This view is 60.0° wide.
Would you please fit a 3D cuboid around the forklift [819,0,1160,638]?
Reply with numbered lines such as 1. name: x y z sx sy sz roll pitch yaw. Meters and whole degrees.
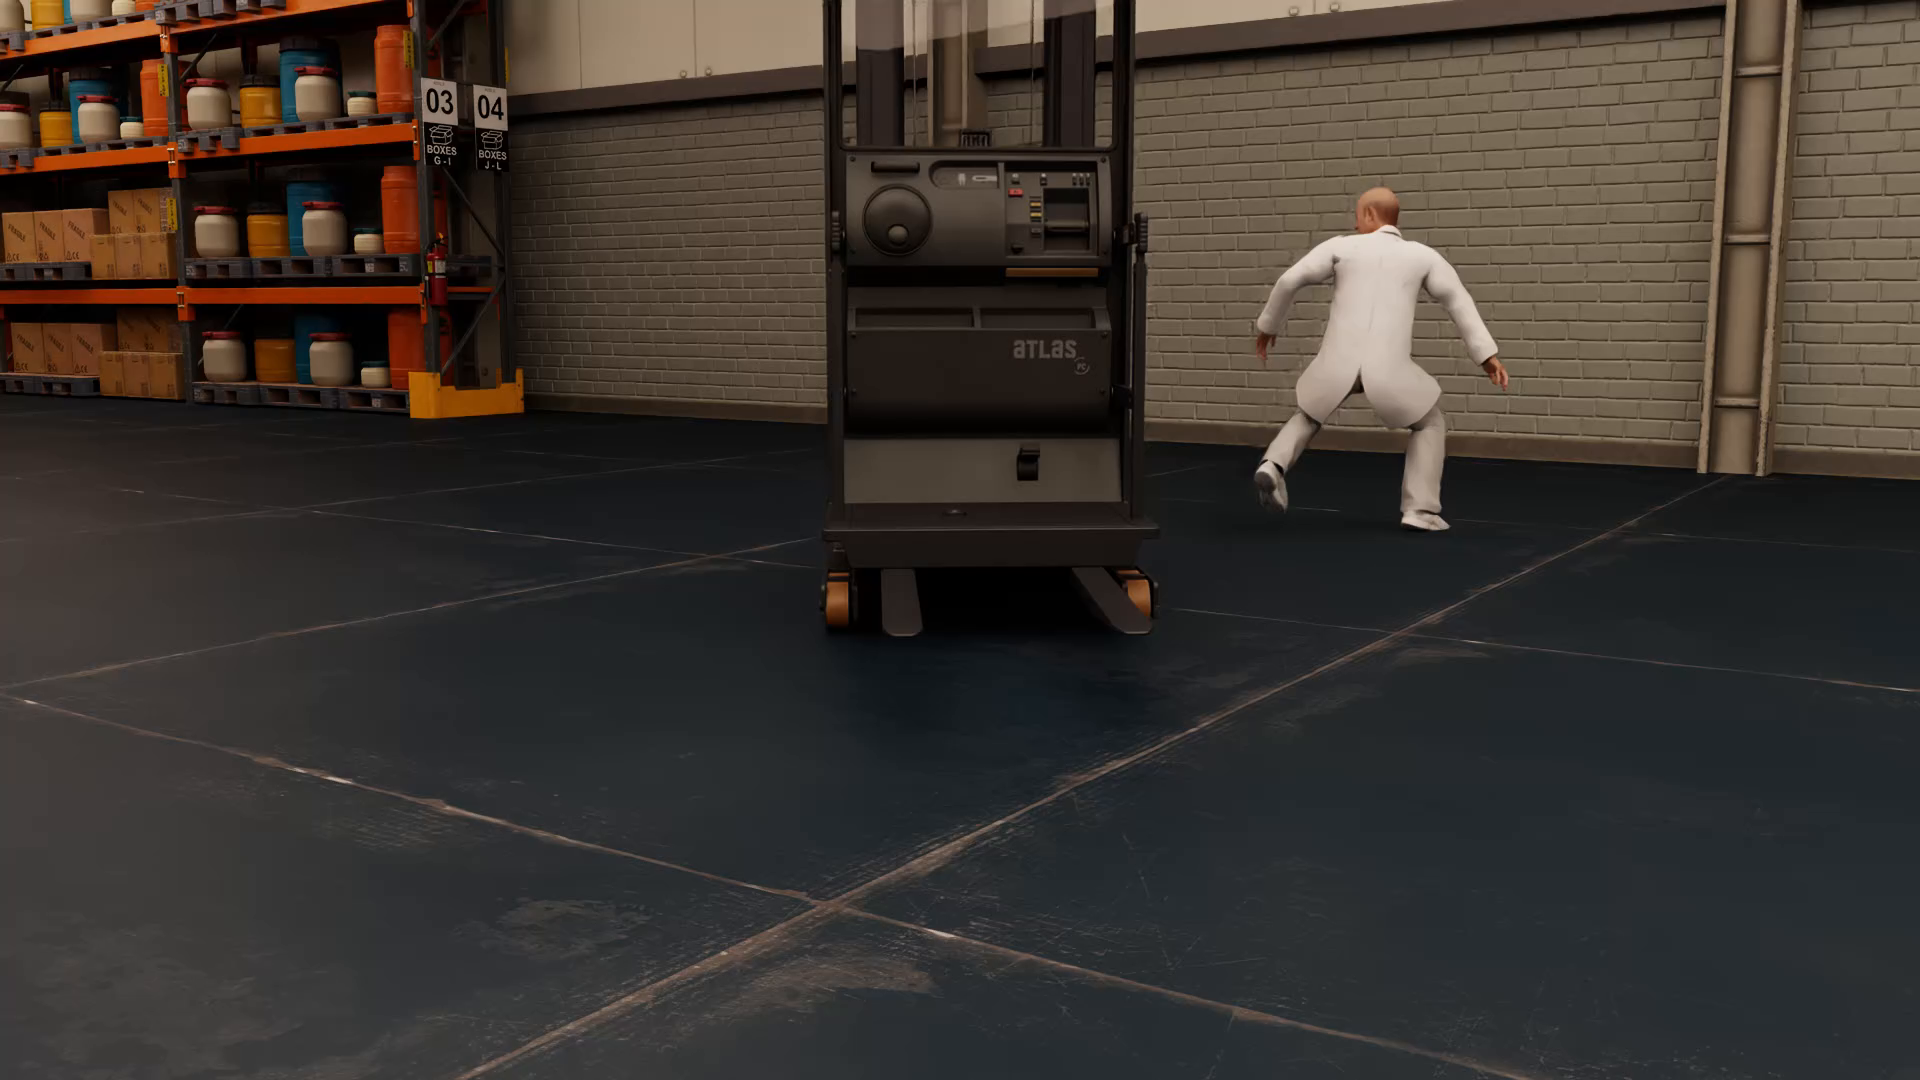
1. forklift: 0.080 -1.199 5.627 1.130 2.935 3.031 0 8 -3

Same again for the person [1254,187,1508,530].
1. person: 1.980 -0.828 7.875 1.176 1.661 0.541 3 9 18
